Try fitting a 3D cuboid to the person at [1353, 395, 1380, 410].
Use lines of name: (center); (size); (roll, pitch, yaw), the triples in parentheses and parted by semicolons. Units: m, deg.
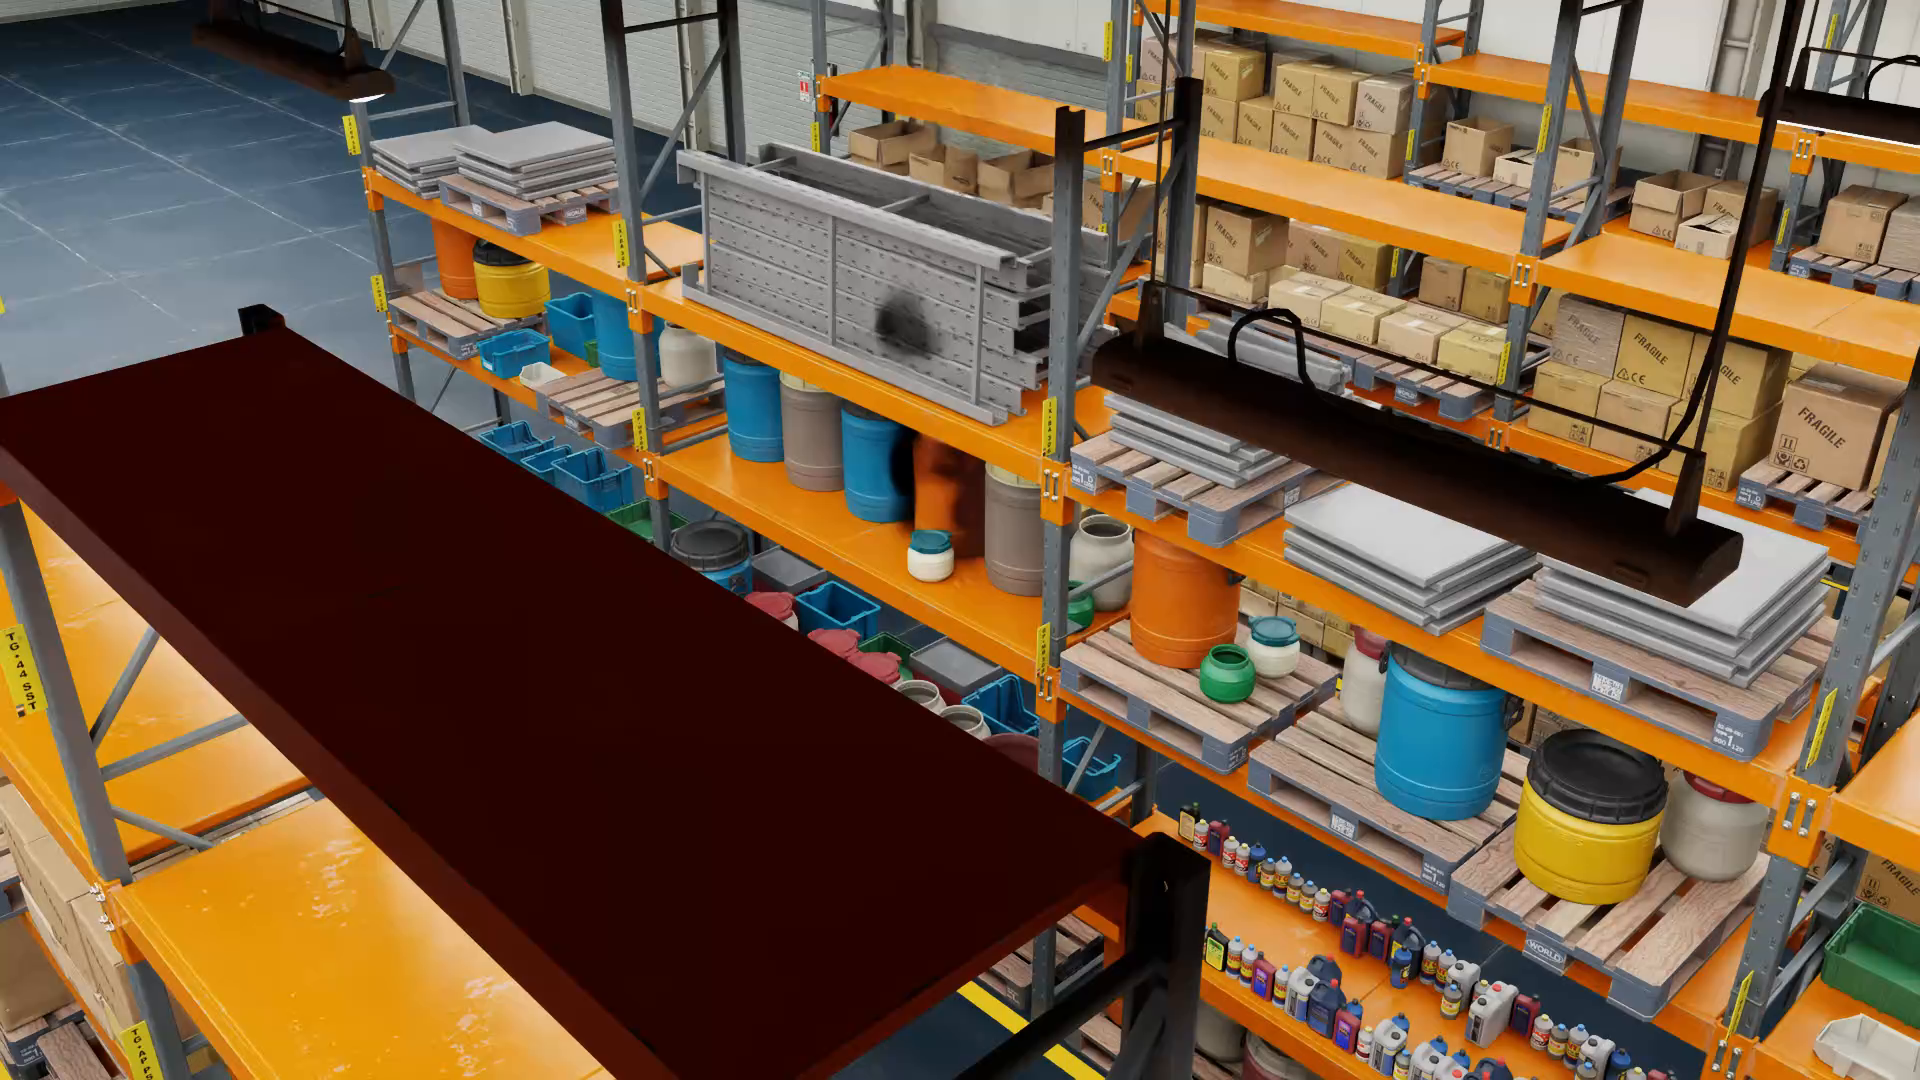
person: (4.013, -0.989, 16.835); (0.777, 1.826, 0.685); (20, 34, 32)
